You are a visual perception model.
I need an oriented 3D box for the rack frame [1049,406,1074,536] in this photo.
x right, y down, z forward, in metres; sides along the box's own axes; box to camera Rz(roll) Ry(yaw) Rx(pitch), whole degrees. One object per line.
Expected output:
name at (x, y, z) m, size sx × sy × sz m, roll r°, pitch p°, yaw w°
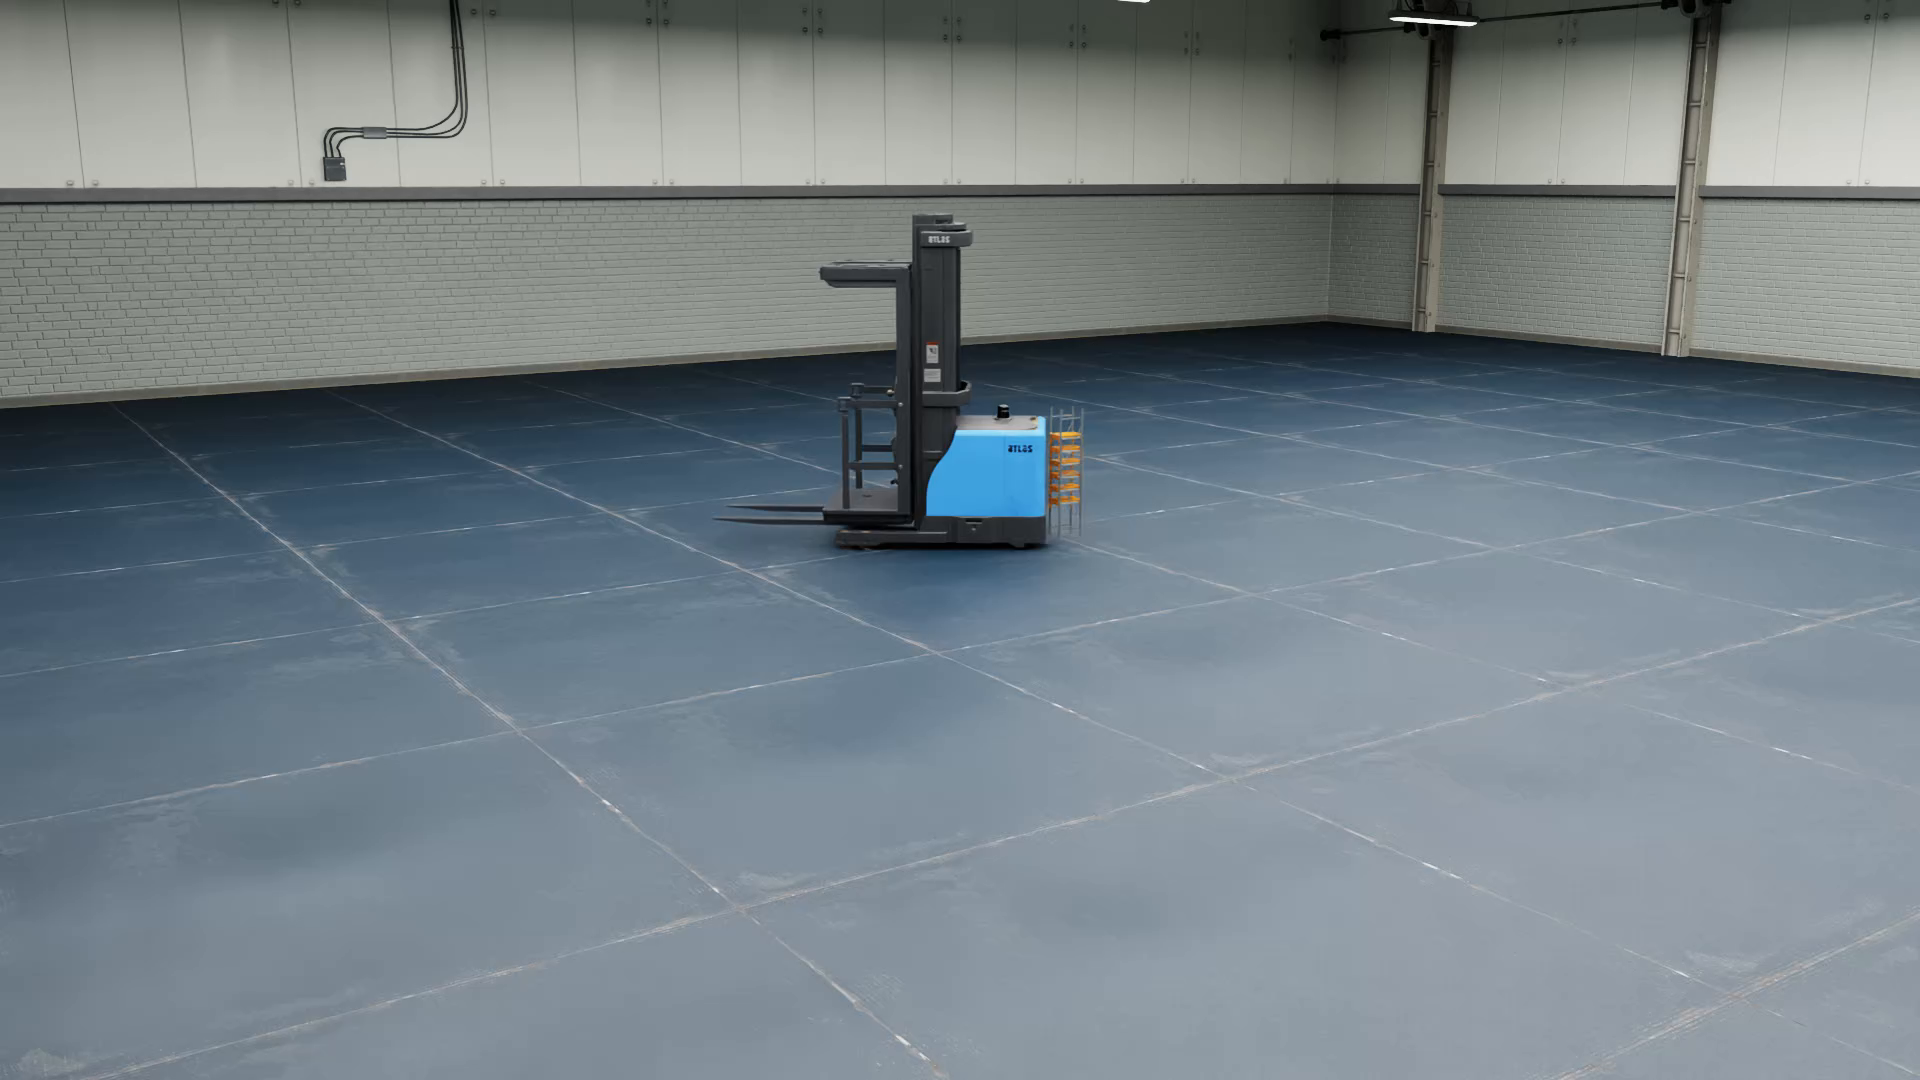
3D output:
rack frame at (0.933, -0.635, 15.341) m, size 0.240 × 1.200 × 0.006 m, roll -6°, pitch 14°, yaw -25°

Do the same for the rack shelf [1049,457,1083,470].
rack shelf at (0.972, -0.691, 15.244) m, size 0.258 × 0.103 × 0.180 m, roll -6°, pitch 14°, yaw -25°

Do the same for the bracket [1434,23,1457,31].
bracket at (9.927, -10.541, 33.962) m, size 0.235 × 0.232 × 0.430 m, roll -8°, pitch 15°, yaw -33°

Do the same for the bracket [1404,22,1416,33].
bracket at (9.467, -10.688, 34.637) m, size 0.235 × 0.232 × 0.430 m, roll -8°, pitch 15°, yaw -33°

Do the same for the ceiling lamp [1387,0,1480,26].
ceiling lamp at (8.004, -10.475, 28.425) m, size 2.000 × 3.185 × 0.800 m, roll -8°, pitch 15°, yaw -33°

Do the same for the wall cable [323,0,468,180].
wall cable at (-8.851, -8.632, 25.700) m, size 2.305 × 6.003 × 0.169 m, roll -8°, pitch 15°, yaw -33°

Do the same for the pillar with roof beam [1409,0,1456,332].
pillar with roof beam at (6.408, -8.389, 32.546) m, size 9.100 × 9.000 × 0.548 m, roll -8°, pitch 15°, yaw -33°

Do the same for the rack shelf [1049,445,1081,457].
rack shelf at (0.972, -0.808, 15.218) m, size 0.258 × 0.103 × 0.180 m, roll -6°, pitch 14°, yaw -25°

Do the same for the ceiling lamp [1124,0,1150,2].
ceiling lamp at (1.893, -9.607, 24.452) m, size 2.000 × 3.185 × 0.800 m, roll -8°, pitch 15°, yaw -33°

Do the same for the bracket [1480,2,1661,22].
bracket at (11.354, -10.083, 31.866) m, size 0.076 × 0.066 × 4.783 m, roll -8°, pitch 15°, yaw -33°

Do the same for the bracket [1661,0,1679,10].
bracket at (12.791, -9.621, 29.757) m, size 0.235 × 0.232 × 0.430 m, roll -8°, pitch 15°, yaw -33°

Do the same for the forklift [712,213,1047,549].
forklift at (-0.721, -1.461, 15.070) m, size 3.031 × 2.935 × 1.130 m, roll 1°, pitch 12°, yaw 3°

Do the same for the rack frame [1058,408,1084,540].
rack frame at (1.011, -0.599, 15.179) m, size 0.240 × 1.200 × 0.006 m, roll -6°, pitch 14°, yaw -25°

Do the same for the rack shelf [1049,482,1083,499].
rack shelf at (0.972, -0.456, 15.296) m, size 0.258 × 0.103 × 0.180 m, roll -6°, pitch 14°, yaw -25°

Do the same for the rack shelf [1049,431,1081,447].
rack shelf at (0.973, -0.925, 15.192) m, size 0.258 × 0.103 × 0.180 m, roll -6°, pitch 14°, yaw -25°

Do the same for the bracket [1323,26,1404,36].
bracket at (8.481, -11.005, 36.084) m, size 0.076 × 0.066 × 3.189 m, roll -8°, pitch 15°, yaw -33°

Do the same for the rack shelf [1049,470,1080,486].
rack shelf at (0.972, -0.573, 15.270) m, size 0.258 × 0.103 × 0.180 m, roll -6°, pitch 14°, yaw -25°

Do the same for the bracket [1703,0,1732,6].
bracket at (13.251, -9.474, 29.082) m, size 0.235 × 0.232 × 0.430 m, roll -8°, pitch 15°, yaw -33°

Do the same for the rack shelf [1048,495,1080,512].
rack shelf at (0.971, -0.339, 15.322) m, size 0.258 × 0.103 × 0.180 m, roll -6°, pitch 14°, yaw -25°

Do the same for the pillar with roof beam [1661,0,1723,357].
pillar with roof beam at (9.733, -7.322, 27.666) m, size 9.100 × 9.000 × 0.548 m, roll -8°, pitch 15°, yaw -33°

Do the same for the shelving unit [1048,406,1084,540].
shelving unit at (0.972, -0.617, 15.260) m, size 0.258 × 1.200 × 0.189 m, roll -6°, pitch 14°, yaw -25°

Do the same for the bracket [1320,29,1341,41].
bracket at (8.154, -11.110, 36.564) m, size 0.235 × 0.232 × 0.430 m, roll -8°, pitch 15°, yaw -33°
